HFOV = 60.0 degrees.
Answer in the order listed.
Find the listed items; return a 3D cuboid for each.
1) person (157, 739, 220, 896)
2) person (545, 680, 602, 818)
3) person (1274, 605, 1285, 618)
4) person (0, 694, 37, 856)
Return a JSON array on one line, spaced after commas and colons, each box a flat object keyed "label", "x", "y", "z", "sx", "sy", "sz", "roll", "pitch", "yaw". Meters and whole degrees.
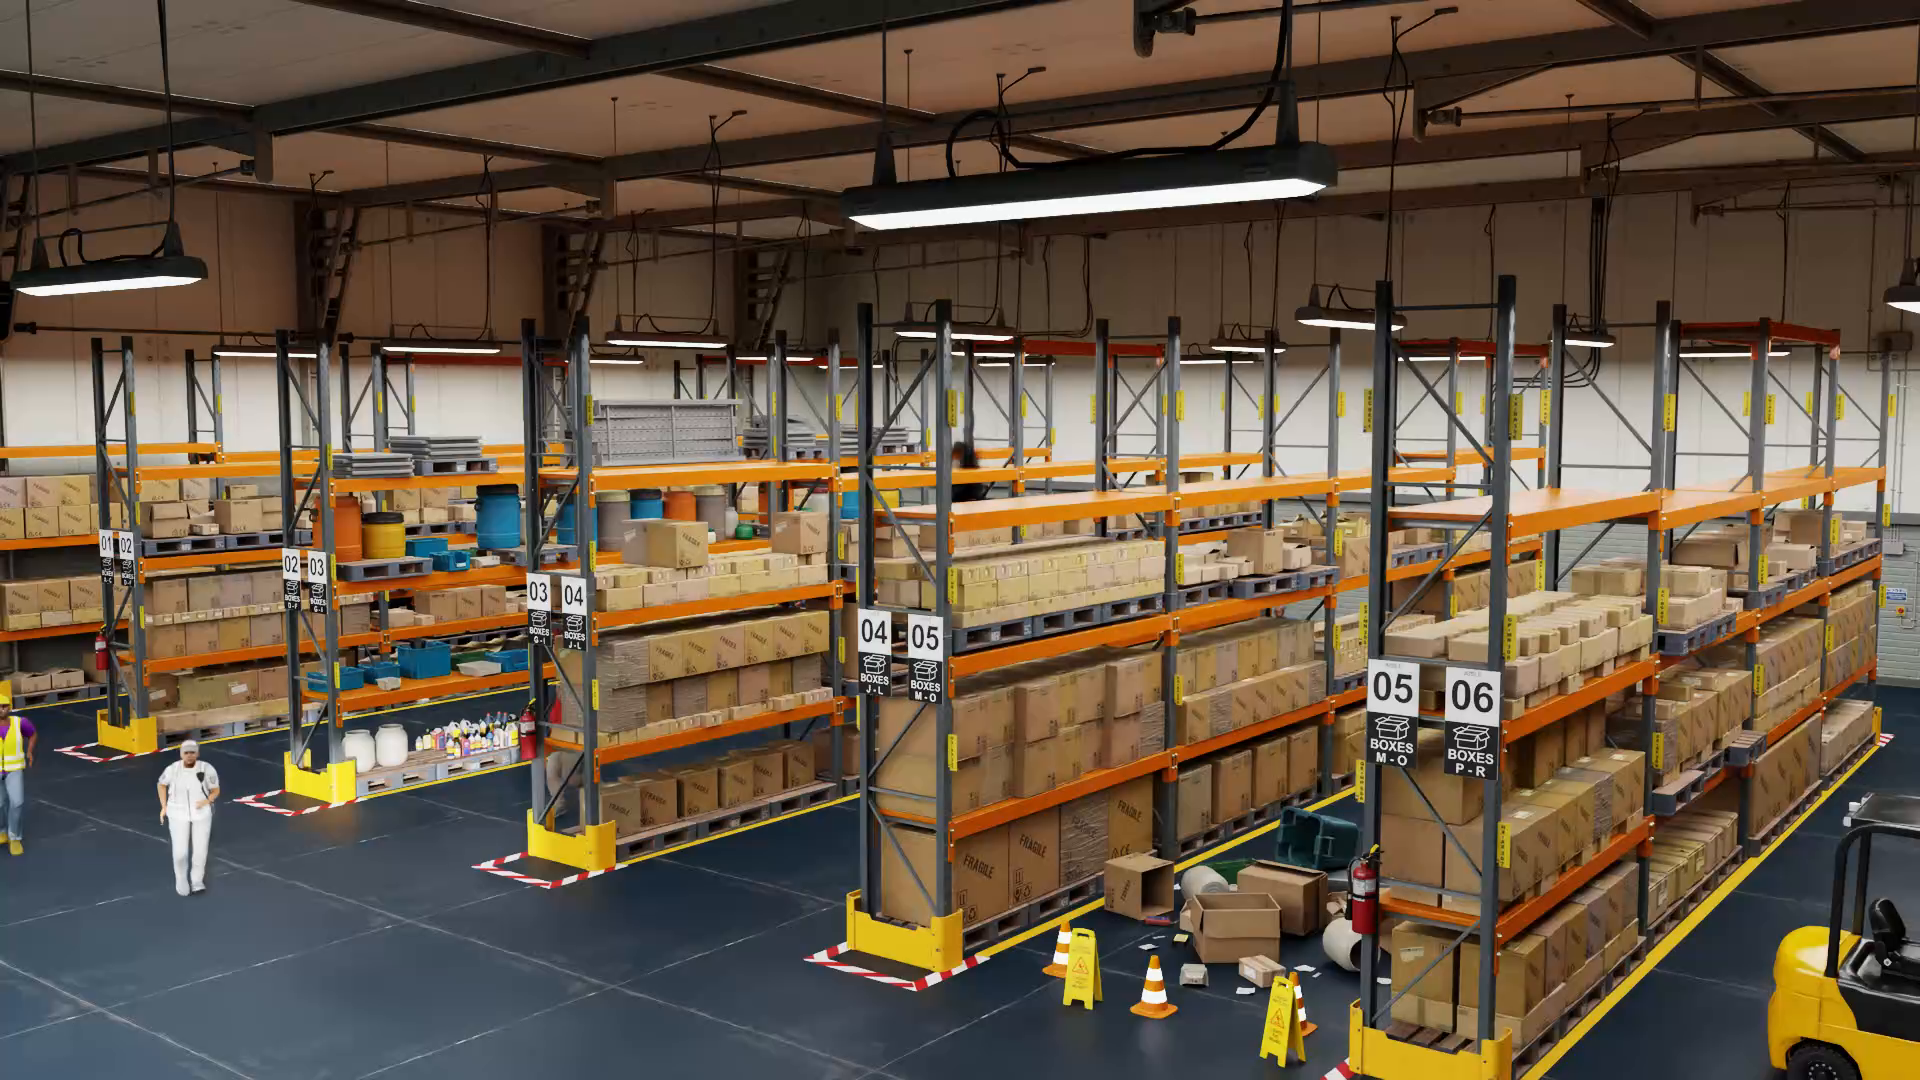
[{"label": "person", "x": -7.913, "y": 2.856, "z": 17.090, "sx": 0.576, "sy": 1.629, "sz": 0.721, "roll": -2, "pitch": 6, "yaw": -26}, {"label": "person", "x": -4.792, "y": 2.553, "z": 20.496, "sx": 0.679, "sy": 1.716, "sz": 0.784, "roll": 4, "pitch": 7, "yaw": 41}, {"label": "person", "x": 5.460, "y": 1.909, "z": 28.242, "sx": 0.568, "sy": 1.644, "sz": 0.818, "roll": 3, "pitch": 6, "yaw": 29}, {"label": "person", "x": -10.805, "y": 2.652, "z": 18.802, "sx": 0.674, "sy": 1.824, "sz": 0.717, "roll": -3, "pitch": 6, "yaw": -29}]
